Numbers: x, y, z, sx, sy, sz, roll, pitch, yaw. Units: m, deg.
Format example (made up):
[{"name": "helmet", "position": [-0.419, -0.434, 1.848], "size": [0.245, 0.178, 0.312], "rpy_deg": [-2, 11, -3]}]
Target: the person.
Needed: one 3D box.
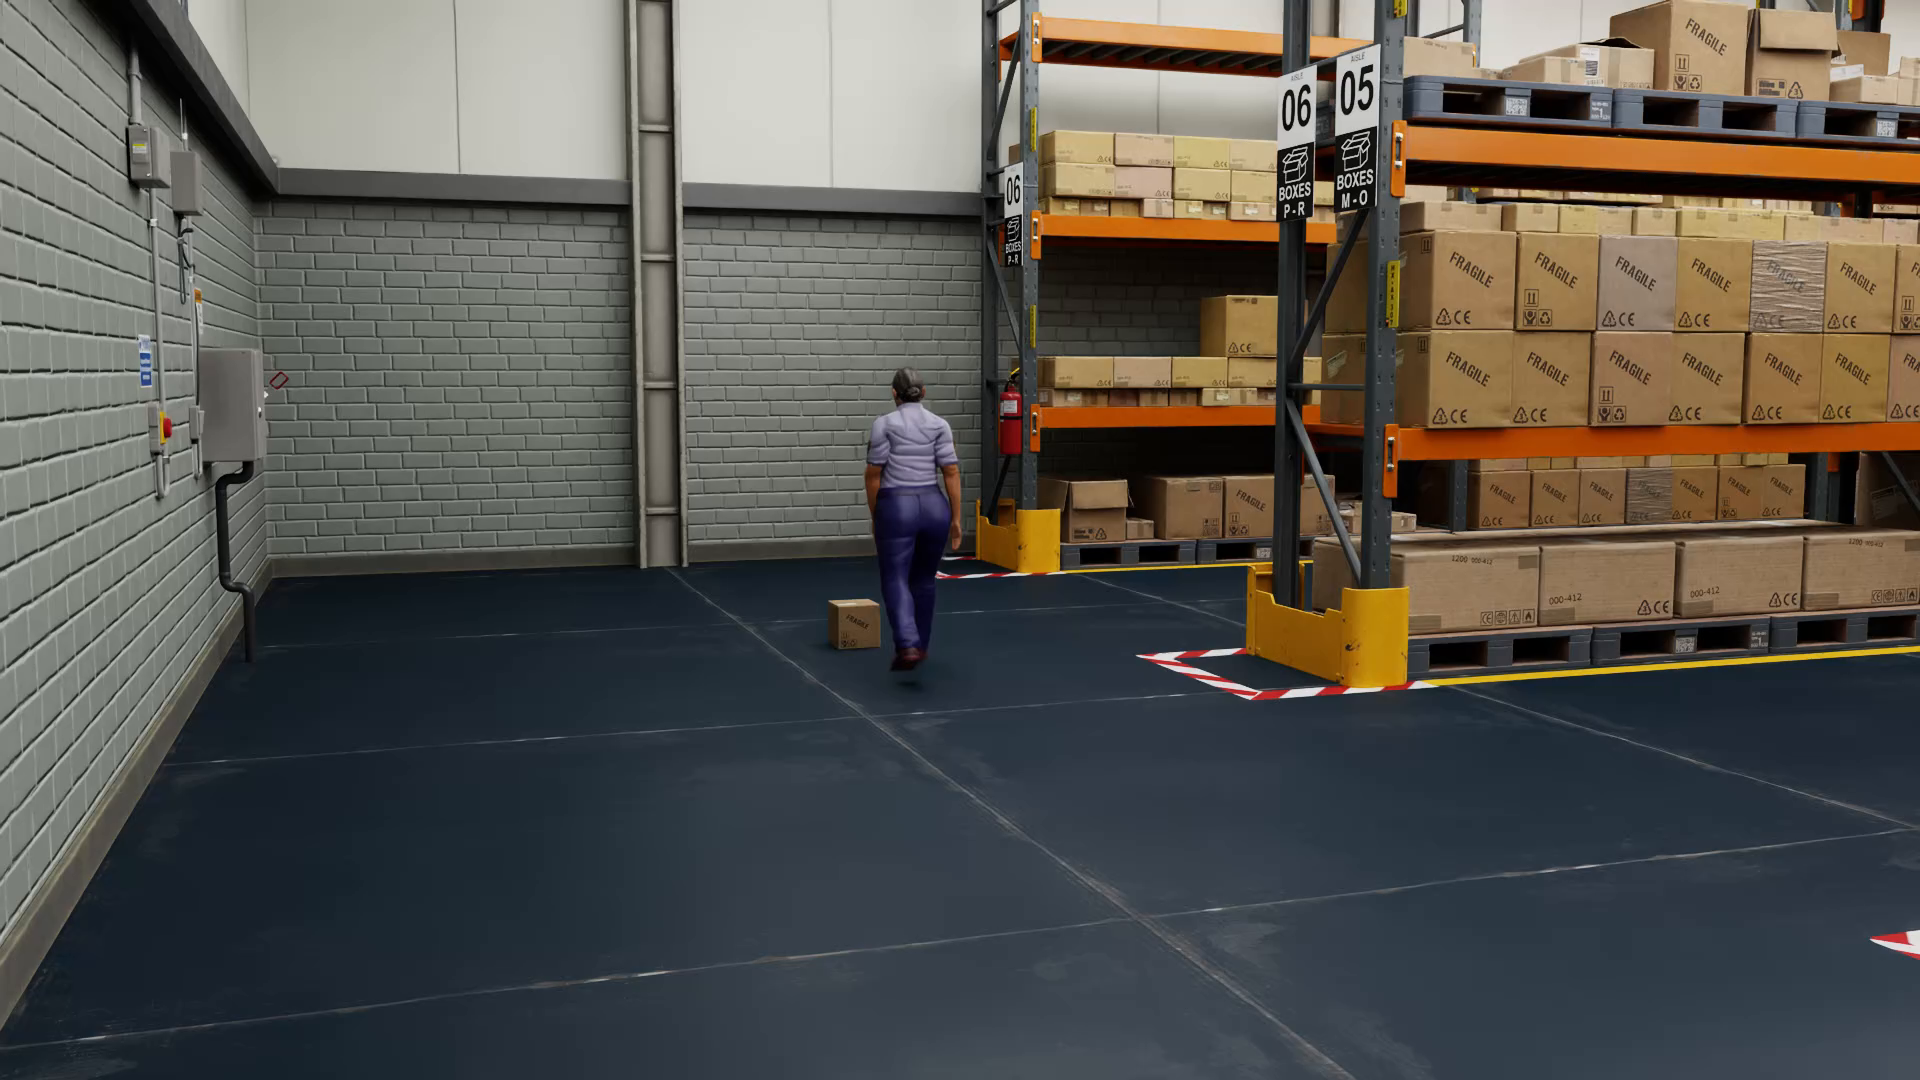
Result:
[{"name": "person", "position": [-0.254, -0.117, 8.840], "size": [0.497, 1.601, 0.988], "rpy_deg": [-2, 6, -21]}]
